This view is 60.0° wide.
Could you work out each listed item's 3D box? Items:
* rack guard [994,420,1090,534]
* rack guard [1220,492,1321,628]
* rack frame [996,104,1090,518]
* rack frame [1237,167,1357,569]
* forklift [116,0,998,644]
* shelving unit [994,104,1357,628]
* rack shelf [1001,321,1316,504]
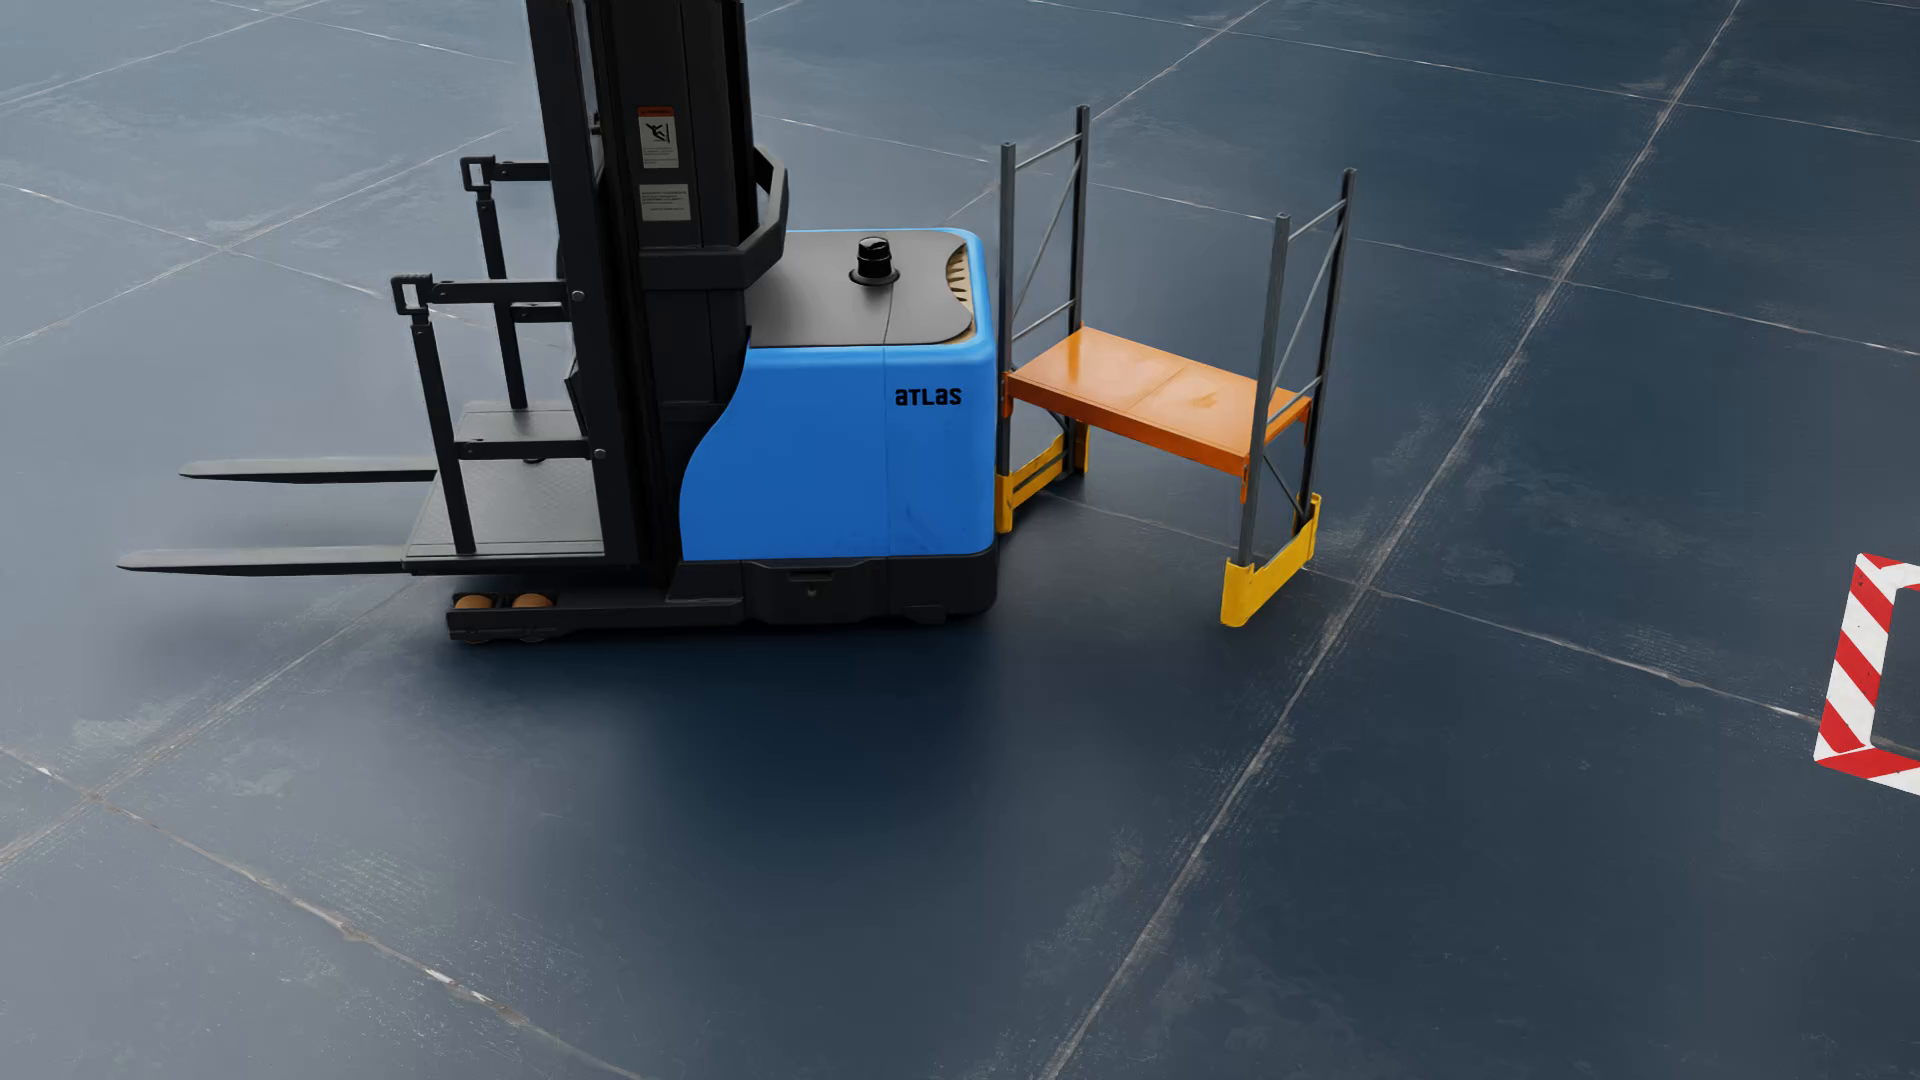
[{"bbox_3d":[0.312,-0.267,6.425,0.087,0.250,0.587,22,40,30],"label":"rack guard"},{"bbox_3d":[1.111,0.063,5.930,0.087,0.250,0.587,22,40,30],"label":"rack guard"},{"bbox_3d":[0.296,-0.793,6.088,0.032,1.500,0.500,22,40,30],"label":"rack frame"},{"bbox_3d":[1.112,-0.457,5.583,0.032,1.500,0.500,22,40,30],"label":"rack frame"},{"bbox_3d":[-1.402,-1.164,5.353,3.031,2.935,1.130,-1,34,-2],"label":"forklift"},{"bbox_3d":[0.712,-0.622,5.831,1.083,1.500,0.587,22,40,30],"label":"shelving unit"},{"bbox_3d":[0.704,-0.476,5.936,1.000,0.185,0.538,22,40,30],"label":"rack shelf"}]
